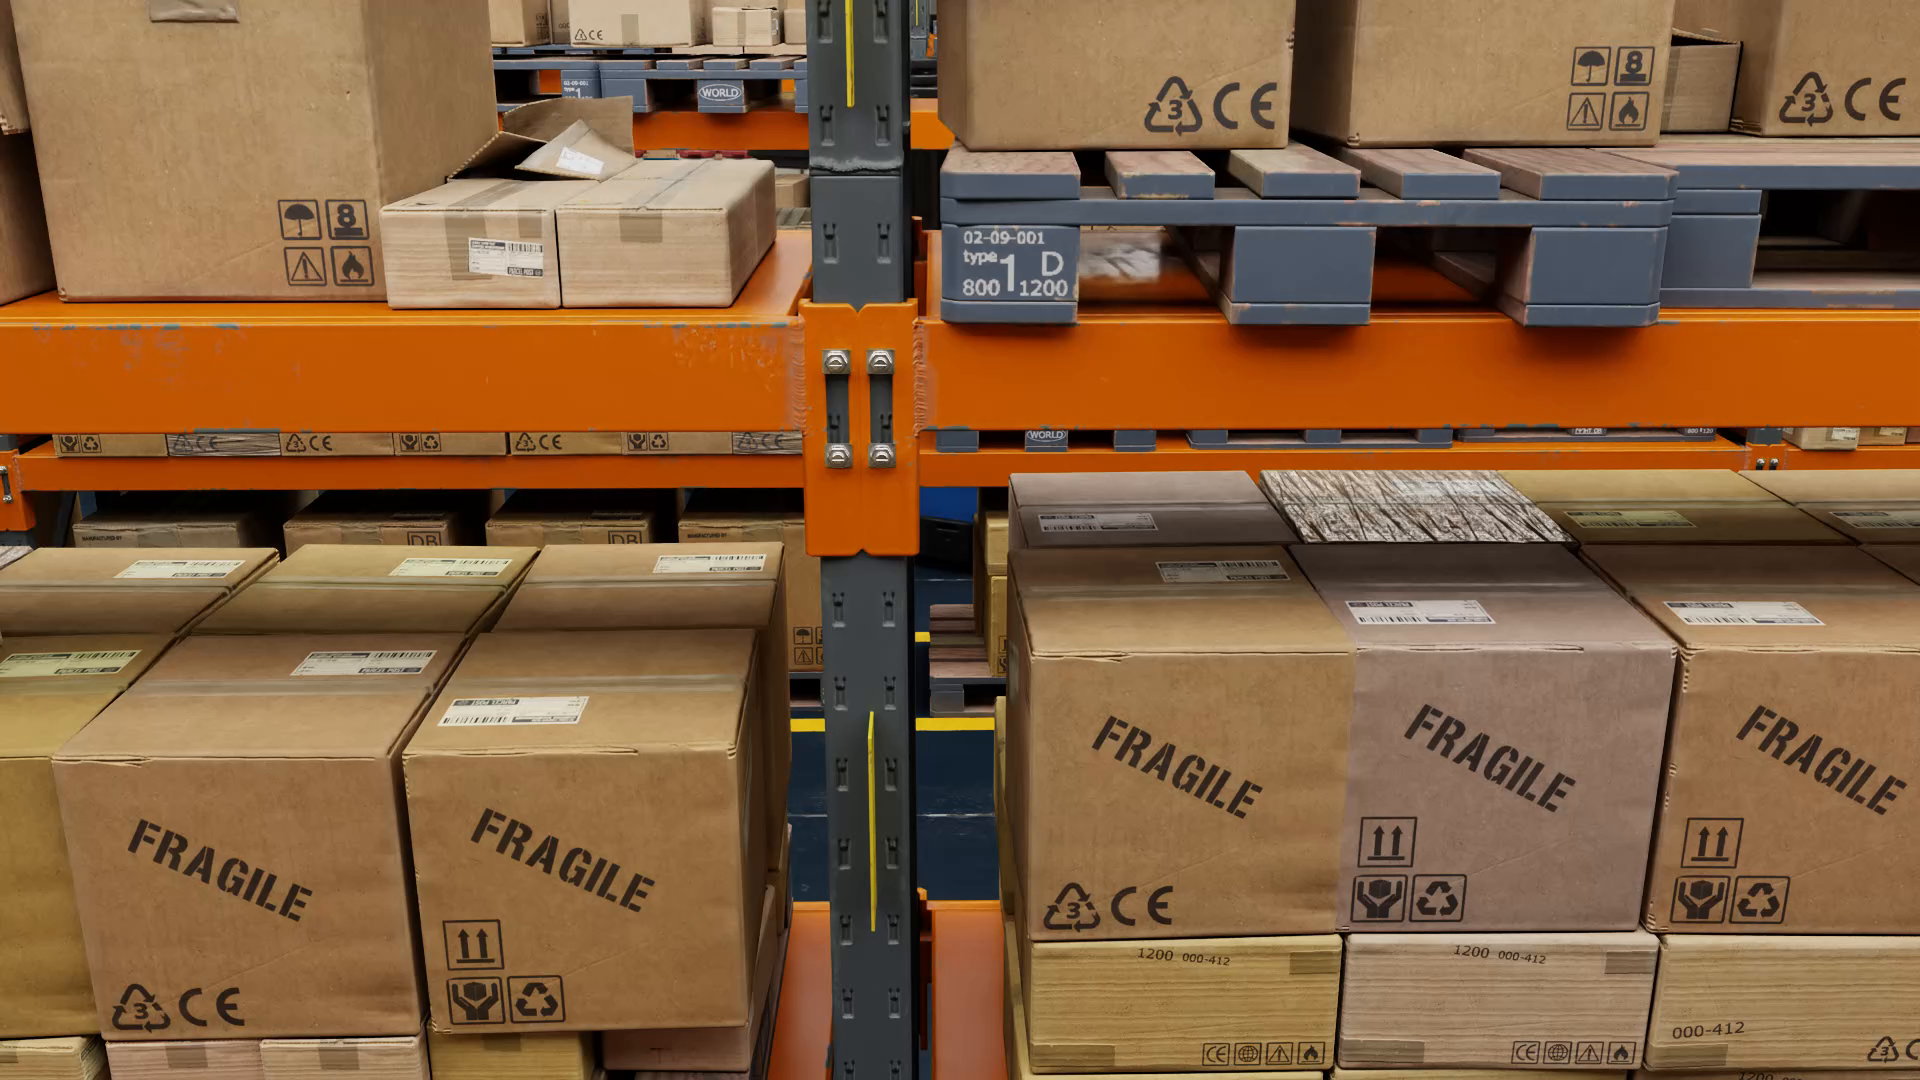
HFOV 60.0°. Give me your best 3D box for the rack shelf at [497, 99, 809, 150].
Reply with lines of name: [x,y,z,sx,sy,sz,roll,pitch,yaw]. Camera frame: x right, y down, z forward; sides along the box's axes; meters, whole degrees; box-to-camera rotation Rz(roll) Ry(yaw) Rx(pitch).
rack shelf: [-2.330,-1.811,7.548,4.000,0.370,1.077,0,18,-1]

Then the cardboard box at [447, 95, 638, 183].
cardboard box: [-0.724,-0.637,2.931,0.258,0.266,0.396,0,18,-1]

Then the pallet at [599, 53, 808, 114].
pallet: [-0.973,-2.054,7.437,1.003,0.211,1.213,1,18,2]

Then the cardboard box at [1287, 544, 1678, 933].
cardboard box: [0.842,0.320,2.838,0.500,0.500,0.500,0,18,-1]

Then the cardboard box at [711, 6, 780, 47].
cardboard box: [-0.926,-2.229,7.206,0.250,0.166,0.380,0,18,-1]

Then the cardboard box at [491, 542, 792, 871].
cardboard box: [-0.605,0.319,3.304,0.500,0.500,0.500,-1,18,-2]

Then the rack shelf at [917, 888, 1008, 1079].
rack shelf: [1.849,1.110,3.355,4.000,0.370,1.077,0,18,-1]

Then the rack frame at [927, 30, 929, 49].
rack frame: [-0.386,-3.763,17.366,0.127,3.000,1.000,0,18,-1]

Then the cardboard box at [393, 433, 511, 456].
cardboard box: [-2.287,-0.690,7.623,0.500,0.500,0.500,0,18,0]

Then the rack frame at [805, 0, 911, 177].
rack frame: [-0.151,-2.080,2.299,0.127,3.000,1.000,0,18,-1]

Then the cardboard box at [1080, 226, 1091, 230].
cardboard box: [0.698,-2.220,12.393,0.500,0.500,0.500,-1,18,-2]

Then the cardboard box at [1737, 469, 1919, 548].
cardboard box: [1.877,0.165,3.321,0.500,0.500,0.500,-1,18,-2]

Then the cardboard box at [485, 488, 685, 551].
cardboard box: [-1.815,0.118,8.266,0.750,0.750,1.050,0,18,0]

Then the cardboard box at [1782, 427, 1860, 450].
cardboard box: [3.958,-0.536,7.718,0.250,0.149,0.380,0,18,1]

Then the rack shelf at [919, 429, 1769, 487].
rack shelf: [1.669,-0.402,8.066,4.000,0.370,1.077,0,18,-1]

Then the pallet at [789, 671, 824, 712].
pallet: [-1.120,0.574,8.412,1.213,0.211,1.003,0,18,-1]

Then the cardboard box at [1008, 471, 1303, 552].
cardboard box: [0.362,0.171,3.304,0.500,0.500,0.500,-1,18,-2]

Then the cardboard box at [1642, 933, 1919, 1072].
cardboard box: [1.375,0.682,2.937,0.500,0.250,0.500,0,18,-1]

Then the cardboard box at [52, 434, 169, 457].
cardboard box: [-3.800,-0.683,7.603,0.500,0.500,0.500,0,18,0]

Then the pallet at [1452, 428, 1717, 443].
pallet: [2.903,-0.703,8.143,1.213,0.211,1.003,0,18,-1]

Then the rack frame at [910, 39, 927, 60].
rack frame: [-0.308,-2.250,12.650,0.127,3.000,1.000,0,18,-1]

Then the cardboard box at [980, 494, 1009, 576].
cardboard box: [0.363,-0.031,7.909,0.500,0.250,0.500,-1,18,-3]

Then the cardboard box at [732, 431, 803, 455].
cardboard box: [-0.776,-0.698,7.649,0.500,0.500,0.500,0,18,-1]

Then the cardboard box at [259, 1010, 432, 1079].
cardboard box: [-0.993,0.808,2.841,0.250,0.149,0.380,0,18,-1]

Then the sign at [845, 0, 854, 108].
sign: [-0.145,-0.732,2.161,0.005,0.325,0.100,0,18,-1]

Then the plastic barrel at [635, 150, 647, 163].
plastic barrel: [-3.425,-3.746,17.091,0.433,0.535,0.433,0,18,0]

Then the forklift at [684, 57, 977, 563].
forklift: [-0.628,-1.477,10.355,3.031,2.935,1.130,8,20,24]

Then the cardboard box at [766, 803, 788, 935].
cardboard box: [-0.479,0.641,3.361,0.250,0.149,0.380,-1,18,-4]

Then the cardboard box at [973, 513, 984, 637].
cardboard box: [0.324,0.173,8.503,0.500,0.500,0.500,0,18,-1]

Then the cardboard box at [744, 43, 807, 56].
cardboard box: [-1.275,-3.523,11.954,0.500,0.250,0.500,0,18,-1]

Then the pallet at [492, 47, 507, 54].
pallet: [-3.688,-3.540,12.069,1.003,0.211,1.213,0,18,-1]

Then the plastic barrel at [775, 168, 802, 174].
plastic barrel: [-1.832,-3.744,17.124,0.421,0.512,0.421,0,18,0]

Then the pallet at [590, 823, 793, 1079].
pallet: [-0.862,0.904,3.132,1.003,0.211,1.213,0,18,-1]

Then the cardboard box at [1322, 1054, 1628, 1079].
cardboard box: [0.855,0.915,3.030,0.500,0.250,0.500,-1,18,-2]

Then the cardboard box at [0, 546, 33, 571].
cardboard box: [-2.157,0.328,3.275,0.500,0.500,0.500,-1,18,-3]

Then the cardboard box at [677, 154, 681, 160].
cardboard box: [-3.571,-5.078,21.879,0.250,0.149,0.380,0,18,-1]

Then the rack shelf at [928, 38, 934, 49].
rack shelf: [1.539,-6.371,21.764,4.000,0.370,1.077,0,18,-1]

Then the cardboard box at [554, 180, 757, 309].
cardboard box: [-0.463,-0.466,2.591,0.250,0.149,0.380,0,18,-1]

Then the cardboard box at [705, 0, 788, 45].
cardboard box: [-1.058,-2.432,7.601,0.500,0.311,0.500,0,18,-1]

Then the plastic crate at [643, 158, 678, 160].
plastic crate: [-3.287,-3.836,17.621,0.575,0.384,0.392,0,18,-1]

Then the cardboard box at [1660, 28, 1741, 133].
cardboard box: [1.220,-0.901,3.067,0.258,0.266,0.396,-1,18,-2]

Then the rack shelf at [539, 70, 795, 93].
rack shelf: [-2.307,-3.326,12.272,4.000,0.370,1.077,0,18,-1]

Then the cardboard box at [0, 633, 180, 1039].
cardboard box: [-1.623,0.483,2.792,0.500,0.500,0.500,-1,18,-5]

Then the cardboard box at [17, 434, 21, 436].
cardboard box: [-4.699,-0.781,7.827,0.550,0.550,0.875,0,18,-1]
